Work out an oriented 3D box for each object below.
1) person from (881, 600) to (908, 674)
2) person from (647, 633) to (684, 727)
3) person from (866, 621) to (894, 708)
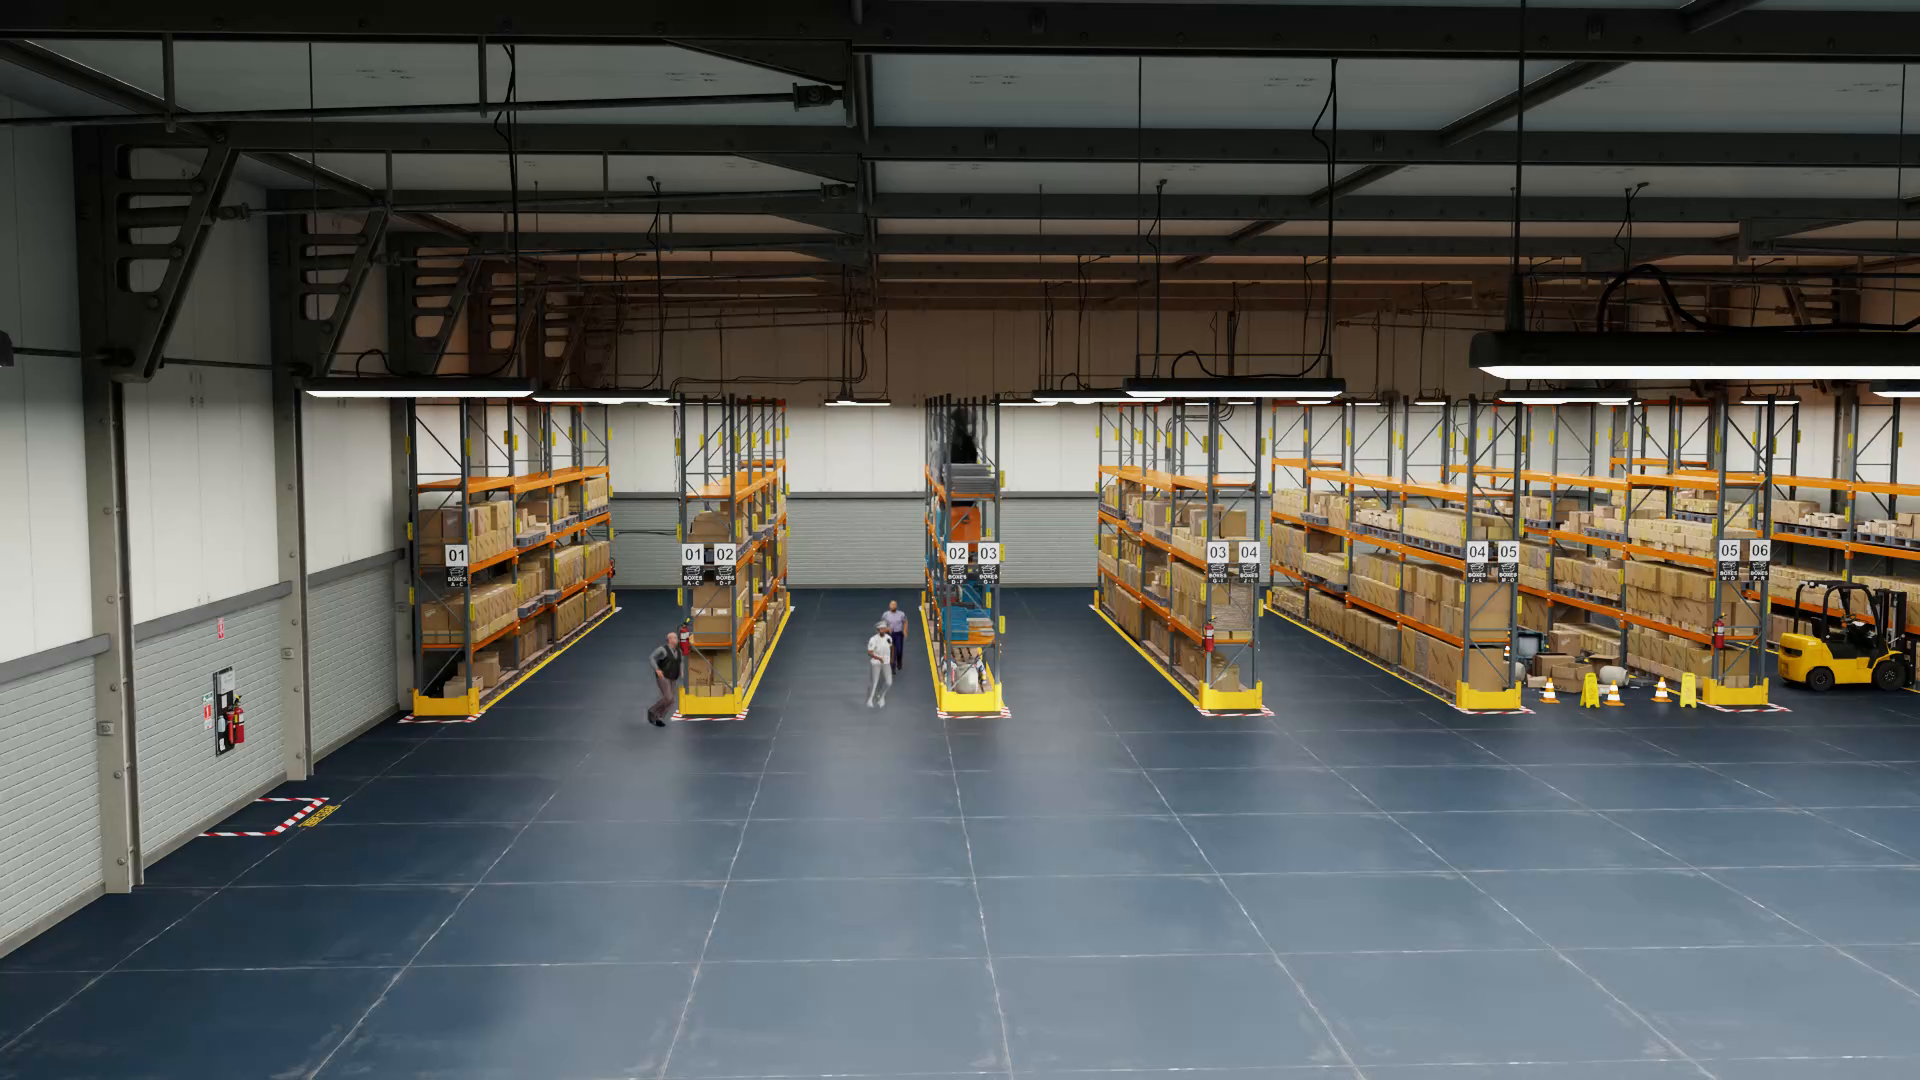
[{"bbox_3d":[-1.411,2.102,35.813,0.600,1.596,0.539,0,5,-3],"label":"person"},{"bbox_3d":[-5.270,2.521,30.102,0.547,1.676,0.711,3,5,35],"label":"person"},{"bbox_3d":[-1.488,2.374,31.796,0.606,1.674,0.666,-2,5,-22],"label":"person"}]
